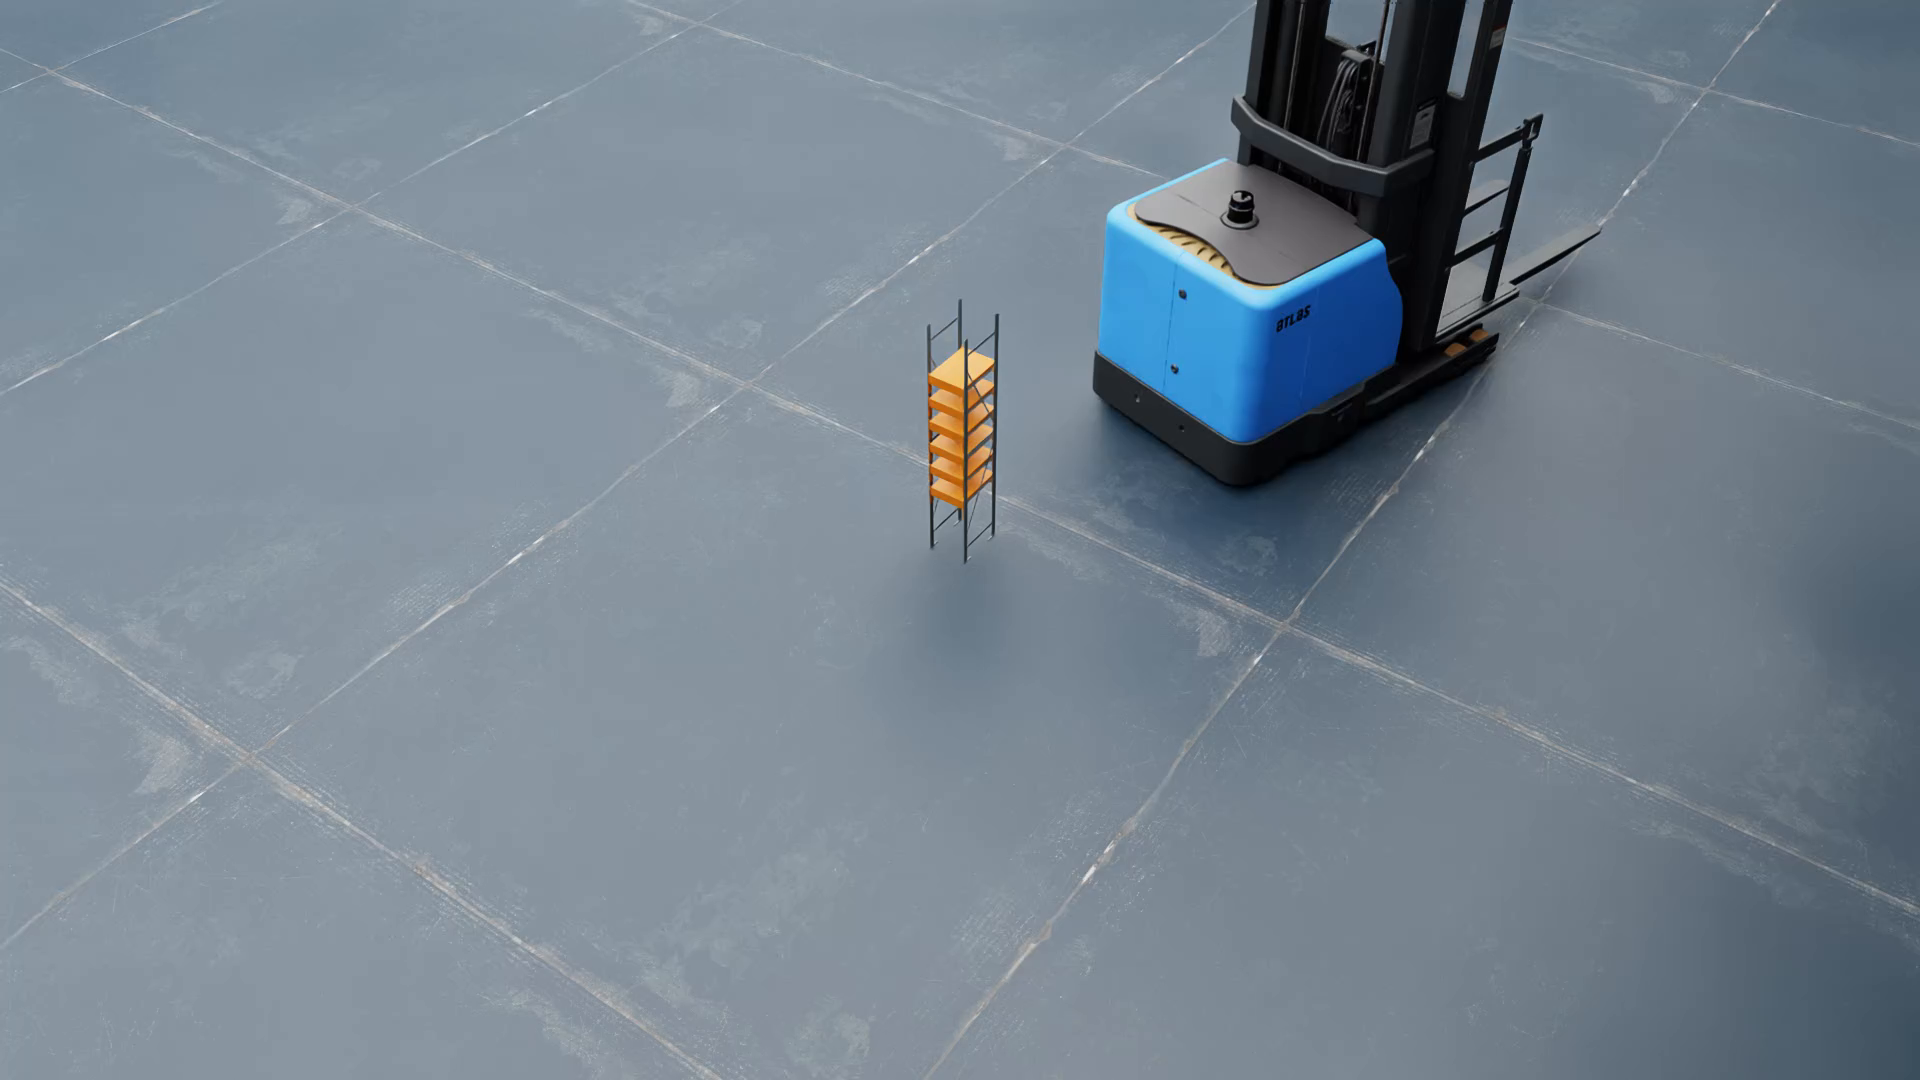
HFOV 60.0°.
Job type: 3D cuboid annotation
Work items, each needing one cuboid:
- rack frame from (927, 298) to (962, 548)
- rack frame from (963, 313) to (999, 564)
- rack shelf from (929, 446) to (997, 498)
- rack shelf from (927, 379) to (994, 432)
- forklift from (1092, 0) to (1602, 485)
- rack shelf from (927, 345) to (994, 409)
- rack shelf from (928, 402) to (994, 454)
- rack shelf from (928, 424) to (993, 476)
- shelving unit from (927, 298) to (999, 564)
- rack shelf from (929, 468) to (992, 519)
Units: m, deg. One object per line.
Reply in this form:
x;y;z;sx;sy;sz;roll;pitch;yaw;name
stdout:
-0.063;-0.477;7.131;0.006;1.200;0.240;25;48;25;rack frame
0.087;-0.407;7.053;0.006;1.200;0.240;25;48;25;rack frame
0.012;-0.319;7.202;0.180;0.103;0.258;25;48;25;rack shelf
0.012;-0.587;6.962;0.180;0.103;0.258;25;48;25;rack shelf
2.119;-2.169;7.724;3.031;2.935;1.130;-28;49;-28;forklift
0.012;-0.677;6.882;0.180;0.103;0.258;25;48;25;rack shelf
0.012;-0.498;7.042;0.180;0.103;0.258;25;48;25;rack shelf
0.012;-0.408;7.122;0.180;0.103;0.258;25;48;25;rack shelf
0.012;-0.442;7.092;0.189;1.200;0.258;25;48;25;shelving unit
0.012;-0.230;7.282;0.180;0.103;0.258;25;48;25;rack shelf
